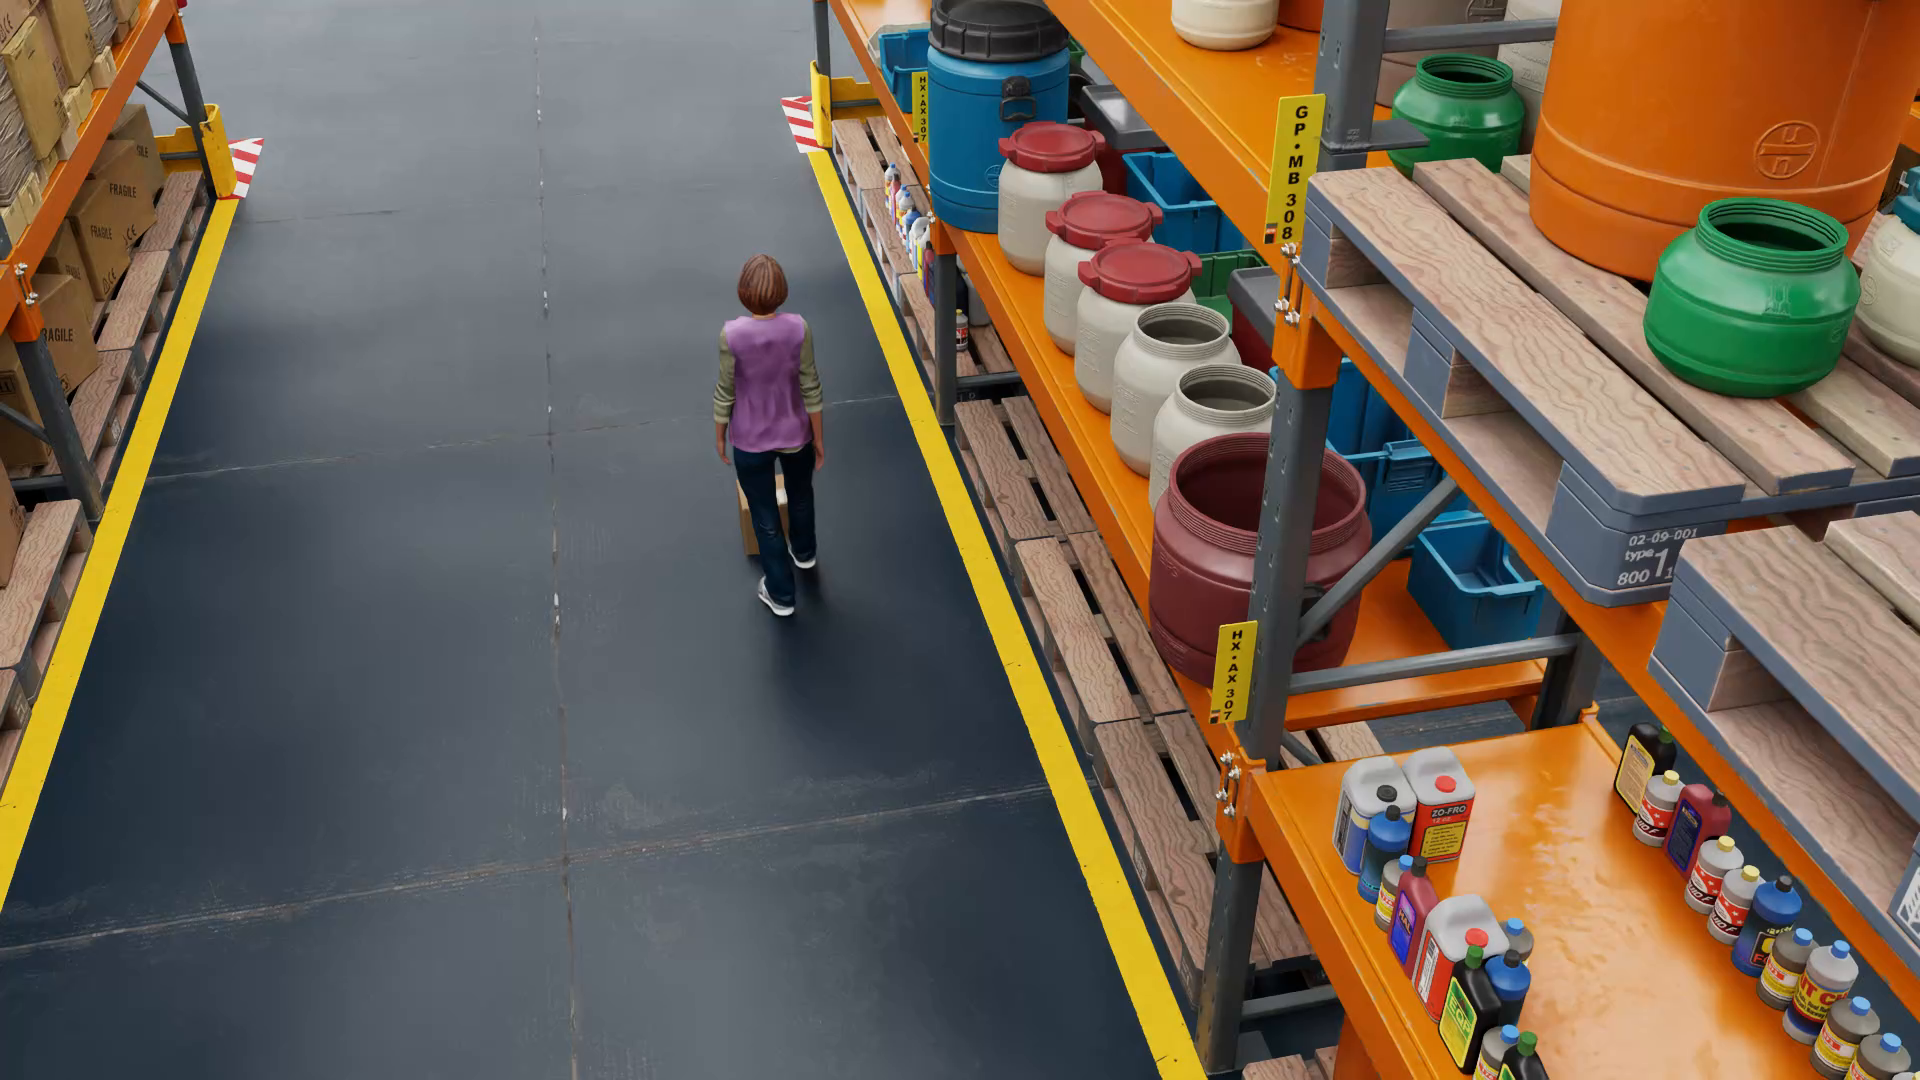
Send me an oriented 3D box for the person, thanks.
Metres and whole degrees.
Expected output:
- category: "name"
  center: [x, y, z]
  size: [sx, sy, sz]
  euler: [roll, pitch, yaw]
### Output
- category: "person"
  center: [-0.804, -0.466, 6.810]
  size: [0.424, 1.593, 0.583]
  euler: [-11, 36, -16]
